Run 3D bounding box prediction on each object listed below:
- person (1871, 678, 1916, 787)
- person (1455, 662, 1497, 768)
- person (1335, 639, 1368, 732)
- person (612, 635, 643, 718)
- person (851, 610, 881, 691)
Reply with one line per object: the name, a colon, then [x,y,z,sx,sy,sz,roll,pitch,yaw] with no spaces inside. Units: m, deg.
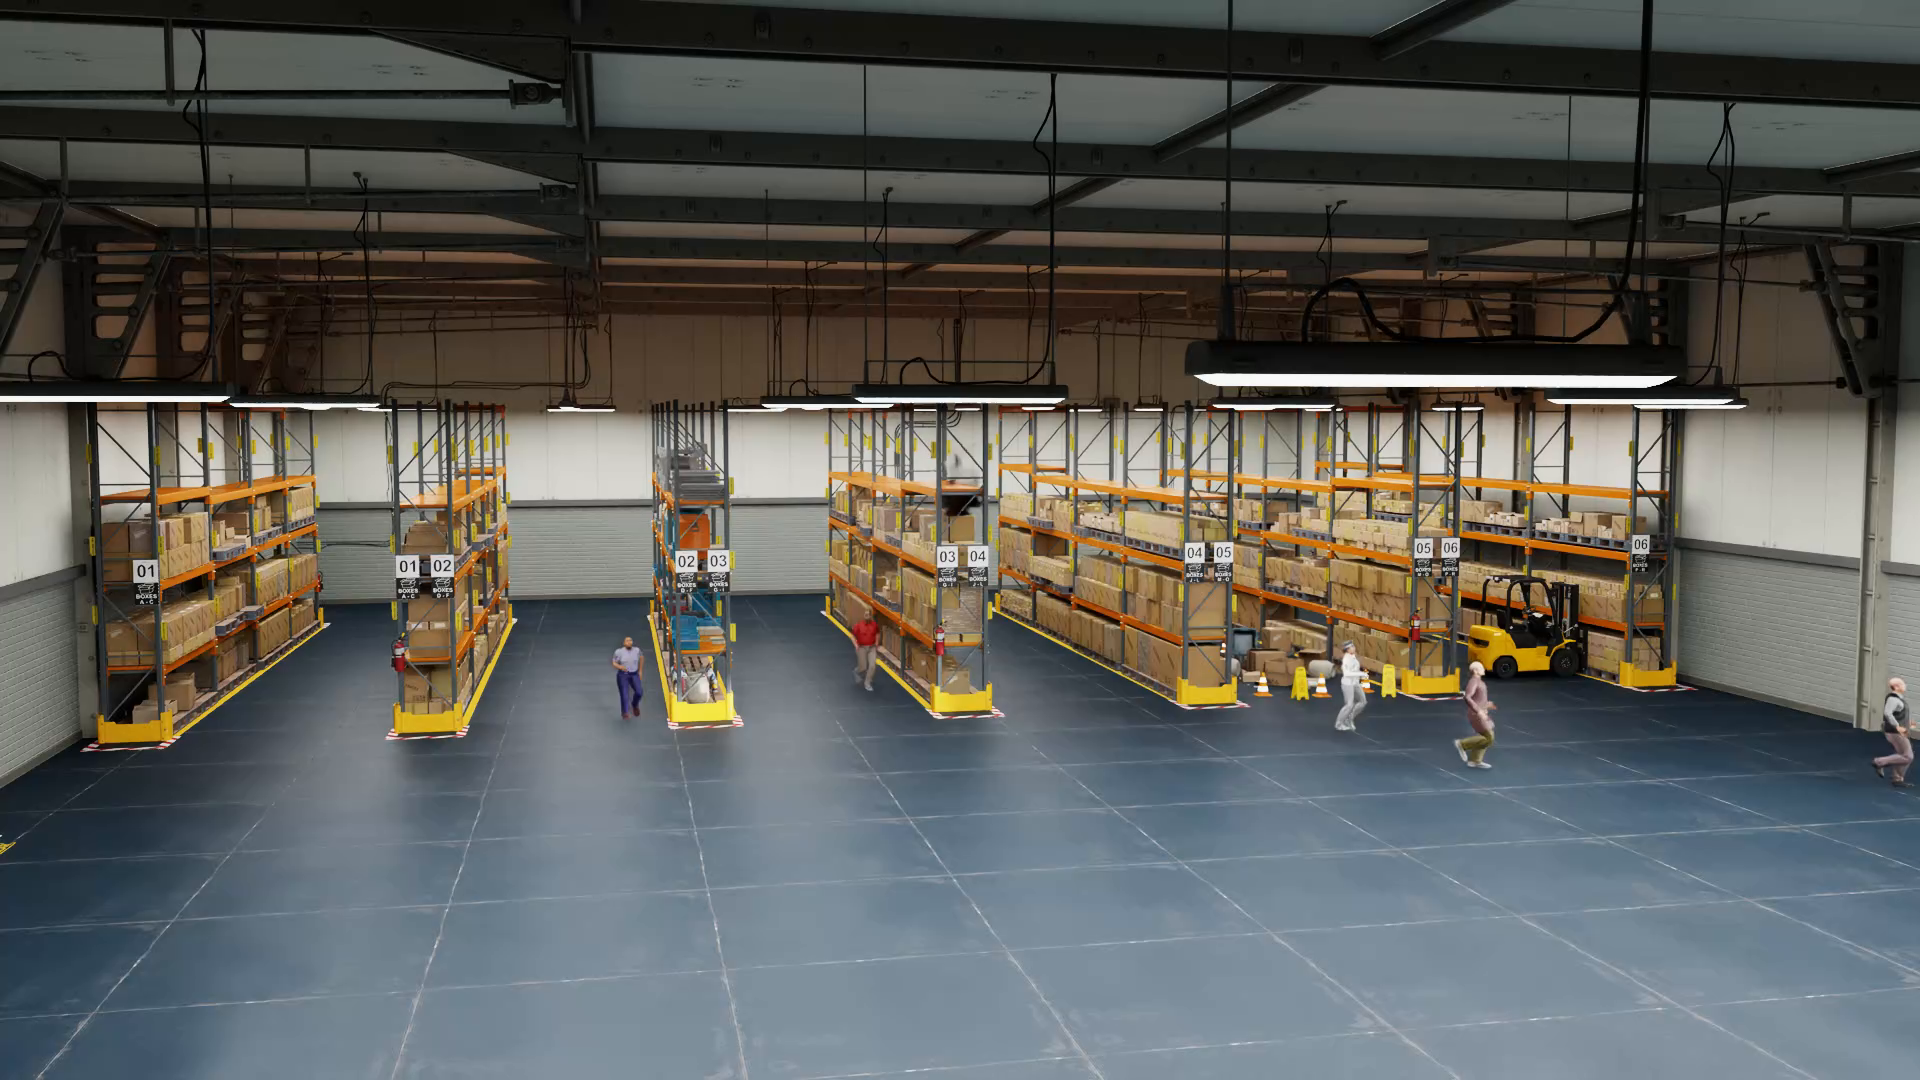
person: [14.374,2.957,25.592,0.597,1.679,0.671,2,5,28]
person: [8.362,2.833,26.939,0.637,1.733,0.710,2,5,19]
person: [7.078,2.629,29.960,0.627,1.684,0.594,3,5,33]
person: [-6.200,2.573,31.171,0.618,1.591,0.679,-2,5,-23]
person: [-1.967,2.279,34.695,0.650,1.680,0.652,-2,5,-20]
